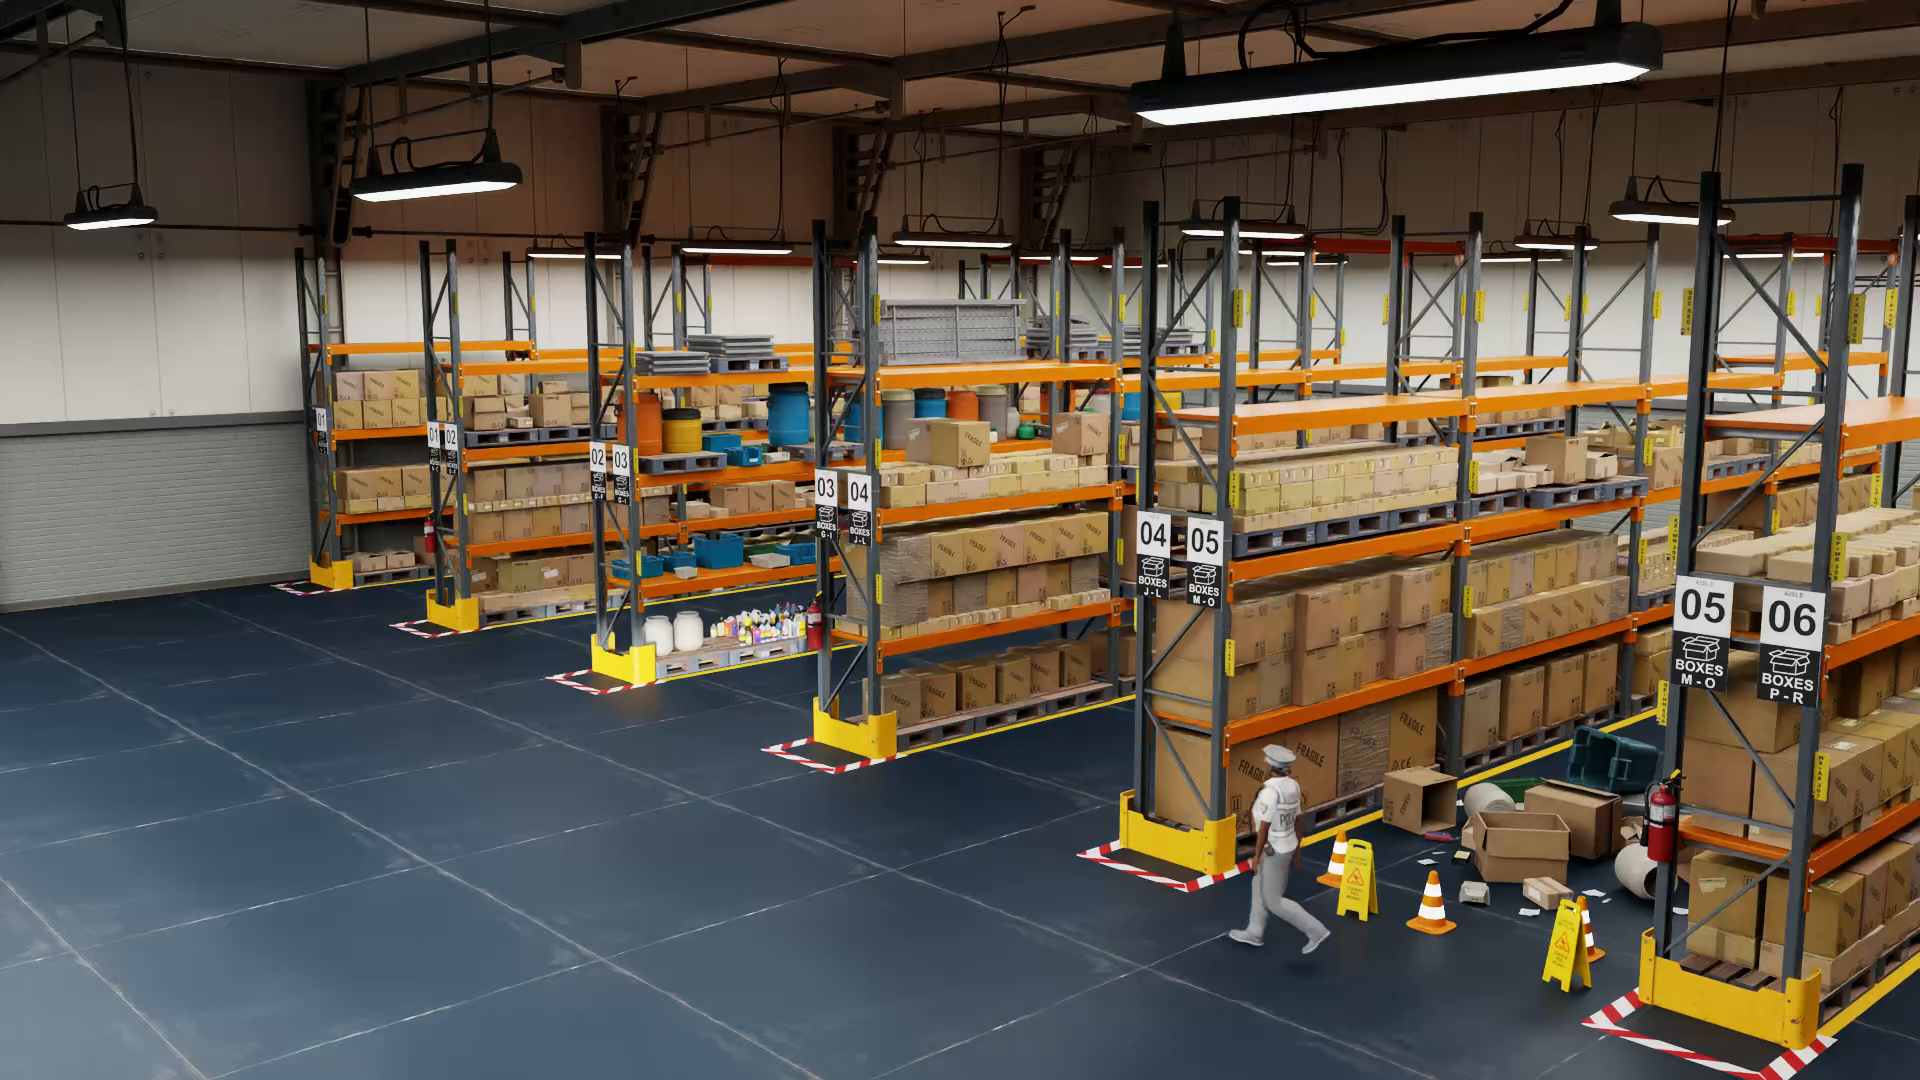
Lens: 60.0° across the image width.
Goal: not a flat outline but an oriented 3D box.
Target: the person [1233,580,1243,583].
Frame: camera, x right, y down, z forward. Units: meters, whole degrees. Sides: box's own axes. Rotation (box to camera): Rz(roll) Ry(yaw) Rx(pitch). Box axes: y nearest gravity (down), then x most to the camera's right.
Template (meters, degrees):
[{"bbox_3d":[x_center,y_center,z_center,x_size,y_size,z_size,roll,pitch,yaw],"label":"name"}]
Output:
[{"bbox_3d":[3.440,1.290,20.873,0.435,1.675,0.504,2,9,15],"label":"person"}]

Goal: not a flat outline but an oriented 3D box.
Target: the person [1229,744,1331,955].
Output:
[{"bbox_3d":[2.520,2.442,13.062,0.849,1.657,0.433,4,9,23],"label":"person"}]
